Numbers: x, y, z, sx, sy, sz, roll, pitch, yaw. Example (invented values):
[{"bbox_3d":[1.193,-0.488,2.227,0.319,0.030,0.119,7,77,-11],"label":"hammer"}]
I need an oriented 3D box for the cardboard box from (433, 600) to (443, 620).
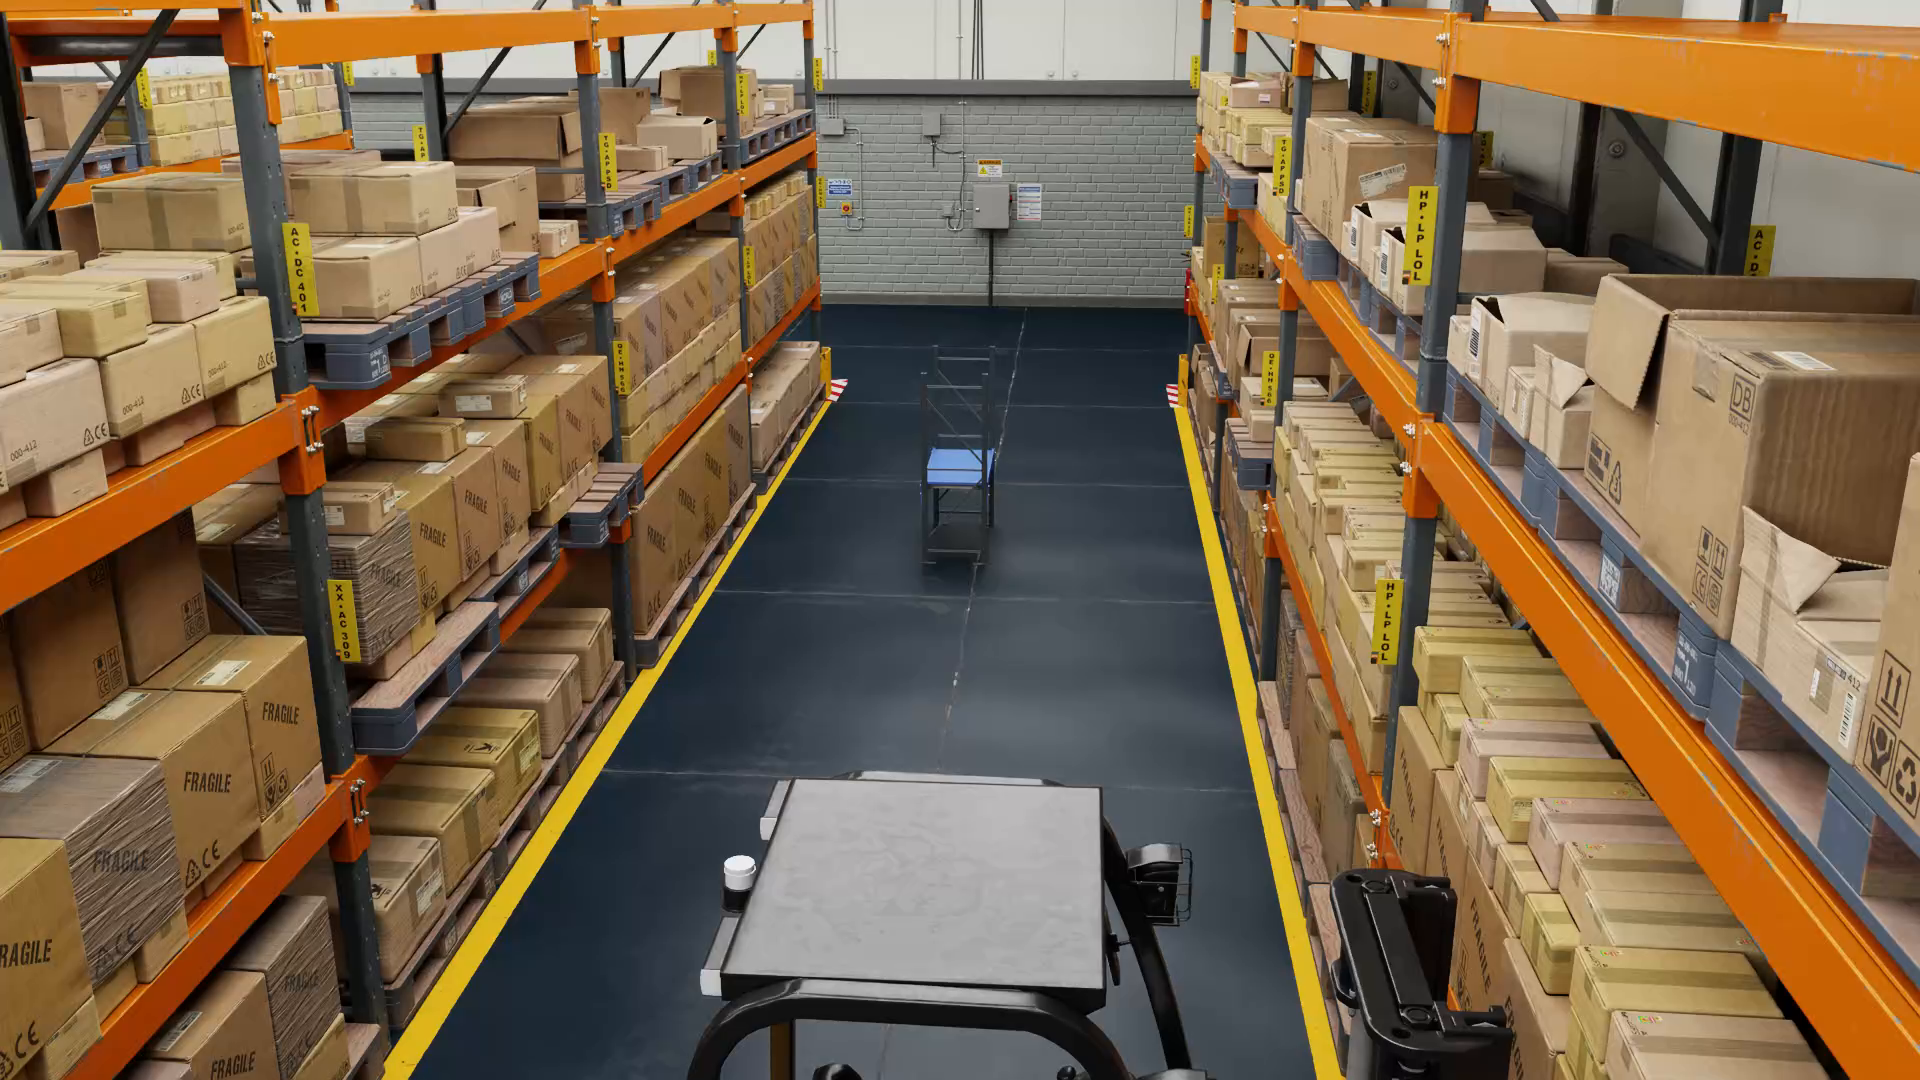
[{"bbox_3d":[-2.547,0.295,7.434,0.380,0.149,0.250,2,18,7],"label":"cardboard box"}]

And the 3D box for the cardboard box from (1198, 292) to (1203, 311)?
[{"bbox_3d":[2.500,-2.296,16.016,0.380,0.149,0.250,1,18,2],"label":"cardboard box"}]

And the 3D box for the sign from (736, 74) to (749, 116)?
[{"bbox_3d":[-1.757,-3.589,13.406,0.100,0.325,0.005,1,18,4],"label":"sign"}]

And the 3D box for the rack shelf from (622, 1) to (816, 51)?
[{"bbox_3d":[-2.156,-4.718,15.166,1.077,0.370,4.000,1,18,4],"label":"rack shelf"}]

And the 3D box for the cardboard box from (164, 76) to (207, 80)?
[{"bbox_3d":[-7.348,-4.303,15.718,0.380,0.149,0.250,2,18,6],"label":"cardboard box"}]

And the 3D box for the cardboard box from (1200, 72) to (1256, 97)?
[{"bbox_3d":[2.657,-4.511,16.516,0.500,0.250,0.500,1,18,3],"label":"cardboard box"}]

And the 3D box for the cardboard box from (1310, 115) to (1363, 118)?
[{"bbox_3d":[2.669,-2.947,11.872,0.380,0.149,0.250,1,18,2],"label":"cardboard box"}]

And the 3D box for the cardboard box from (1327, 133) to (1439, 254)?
[{"bbox_3d":[1.997,-1.610,7.706,0.500,0.500,0.500,2,18,5],"label":"cardboard box"}]

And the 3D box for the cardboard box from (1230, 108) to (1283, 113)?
[{"bbox_3d":[2.245,-3.195,12.630,0.380,0.149,0.250,2,18,5],"label":"cardboard box"}]

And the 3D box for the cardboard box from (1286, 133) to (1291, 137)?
[{"bbox_3d":[2.248,-2.465,10.434,0.380,0.149,0.250,1,18,3],"label":"cardboard box"}]

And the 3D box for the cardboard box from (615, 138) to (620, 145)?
[{"bbox_3d":[-2.739,-2.906,12.359,0.380,0.166,0.250,0,18,0],"label":"cardboard box"}]

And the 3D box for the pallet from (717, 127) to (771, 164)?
[{"bbox_3d":[-2.230,-3.415,14.352,1.003,0.211,1.213,1,18,4],"label":"pallet"}]

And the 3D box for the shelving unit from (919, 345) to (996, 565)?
[{"bbox_3d":[-0.006,-0.686,13.109,0.538,1.500,1.048,1,18,4],"label":"shelving unit"}]

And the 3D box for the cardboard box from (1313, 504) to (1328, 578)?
[{"bbox_3d":[1.986,0.017,7.991,0.500,0.250,0.500,2,18,5],"label":"cardboard box"}]

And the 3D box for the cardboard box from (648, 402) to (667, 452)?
[{"bbox_3d":[-2.281,-0.770,11.197,0.500,0.250,0.500,1,18,2],"label":"cardboard box"}]

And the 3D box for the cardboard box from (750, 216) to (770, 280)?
[{"bbox_3d":[-1.981,-2.599,14.772,0.500,0.500,0.500,1,18,3],"label":"cardboard box"}]

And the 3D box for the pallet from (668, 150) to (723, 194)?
[{"bbox_3d":[-2.316,-2.826,12.721,0.805,0.209,1.217,1,18,2],"label":"pallet"}]

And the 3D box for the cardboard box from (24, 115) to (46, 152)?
[{"bbox_3d":[-7.516,-3.171,12.933,0.500,0.311,0.500,1,18,3],"label":"cardboard box"}]

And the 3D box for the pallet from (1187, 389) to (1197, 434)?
[{"bbox_3d":[2.877,-1.314,17.093,1.003,0.211,1.213,1,18,4],"label":"pallet"}]

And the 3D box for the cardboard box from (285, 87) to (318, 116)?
[{"bbox_3d":[-6.772,-4.383,16.603,0.500,0.250,0.500,1,18,2],"label":"cardboard box"}]

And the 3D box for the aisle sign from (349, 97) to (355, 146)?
[{"bbox_3d":[-6.652,-4.350,17.707,0.394,0.787,0.004,1,18,4],"label":"aisle sign"}]

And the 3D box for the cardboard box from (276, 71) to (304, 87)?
[{"bbox_3d":[-6.821,-4.616,16.674,0.380,0.149,0.250,1,18,2],"label":"cardboard box"}]

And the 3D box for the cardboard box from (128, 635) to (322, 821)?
[{"bbox_3d":[-2.656,0.662,5.947,0.500,0.500,0.500,1,18,3],"label":"cardboard box"}]

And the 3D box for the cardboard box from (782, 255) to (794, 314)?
[{"bbox_3d":[-1.885,-2.435,15.878,0.500,0.500,0.500,2,18,6],"label":"cardboard box"}]

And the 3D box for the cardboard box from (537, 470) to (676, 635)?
[{"bbox_3d":[-2.453,0.062,11.153,0.875,0.875,0.875,1,18,3],"label":"cardboard box"}]

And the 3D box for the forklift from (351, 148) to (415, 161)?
[{"bbox_3d":[-4.886,-1.770,14.117,1.130,2.935,3.031,2,18,7],"label":"forklift"}]

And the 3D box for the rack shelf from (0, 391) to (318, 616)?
[{"bbox_3d":[-3.016,0.245,4.197,1.077,0.370,4.000,1,18,4],"label":"rack shelf"}]

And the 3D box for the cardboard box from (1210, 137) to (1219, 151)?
[{"bbox_3d":[2.464,-3.571,15.090,0.380,0.149,0.250,2,18,5],"label":"cardboard box"}]

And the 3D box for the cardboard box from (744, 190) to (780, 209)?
[{"bbox_3d":[-1.890,-3.173,15.482,0.380,0.149,0.250,1,18,4],"label":"cardboard box"}]

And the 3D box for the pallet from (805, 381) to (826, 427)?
[{"bbox_3d":[-1.992,-1.445,17.493,1.003,0.211,1.213,1,18,4],"label":"pallet"}]

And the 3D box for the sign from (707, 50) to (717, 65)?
[{"bbox_3d":[-2.565,-4.912,17.250,0.100,0.325,0.005,1,18,4],"label":"sign"}]

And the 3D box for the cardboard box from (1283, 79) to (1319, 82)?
[{"bbox_3d":[3.058,-4.022,15.024,0.500,0.250,0.500,1,18,4],"label":"cardboard box"}]

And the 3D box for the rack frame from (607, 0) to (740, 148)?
[{"bbox_3d":[-2.299,-4.628,13.096,1.000,3.000,0.127,1,18,4],"label":"rack frame"}]

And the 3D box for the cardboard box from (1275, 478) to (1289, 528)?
[{"bbox_3d":[2.090,-0.222,9.524,0.500,0.250,0.500,1,18,4],"label":"cardboard box"}]

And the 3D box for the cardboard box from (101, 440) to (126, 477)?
[{"bbox_3d":[-2.757,-0.260,4.985,0.380,0.149,0.250,1,18,2],"label":"cardboard box"}]

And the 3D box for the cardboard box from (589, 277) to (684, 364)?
[{"bbox_3d":[-2.228,-1.520,11.479,0.500,0.500,0.500,2,18,5],"label":"cardboard box"}]

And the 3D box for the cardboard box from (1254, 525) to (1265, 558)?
[{"bbox_3d":[2.137,0.010,10.873,0.380,0.149,0.250,0,18,1],"label":"cardboard box"}]

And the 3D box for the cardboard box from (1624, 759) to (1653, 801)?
[{"bbox_3d":[2.301,0.727,5.184,0.380,0.149,0.250,2,18,5],"label":"cardboard box"}]

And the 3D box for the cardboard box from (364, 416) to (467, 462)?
[{"bbox_3d":[-2.511,-0.467,7.678,0.380,0.149,0.250,2,18,7],"label":"cardboard box"}]

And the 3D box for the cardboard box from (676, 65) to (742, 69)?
[{"bbox_3d":[-2.306,-4.117,15.357,0.500,0.500,0.500,2,18,5],"label":"cardboard box"}]

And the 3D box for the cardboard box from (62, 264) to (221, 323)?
[{"bbox_3d":[-2.620,-0.792,5.328,0.380,0.149,0.250,1,18,3],"label":"cardboard box"}]

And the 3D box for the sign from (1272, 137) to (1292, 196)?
[{"bbox_3d":[1.824,-2.109,9.396,0.100,0.325,0.005,1,18,4],"label":"sign"}]

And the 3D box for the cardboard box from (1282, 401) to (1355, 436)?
[{"bbox_3d":[2.049,-0.689,9.506,0.380,0.149,0.250,2,18,6],"label":"cardboard box"}]

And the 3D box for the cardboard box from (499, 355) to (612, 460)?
[{"bbox_3d":[-2.341,-0.776,9.662,0.500,0.500,0.500,1,18,2],"label":"cardboard box"}]

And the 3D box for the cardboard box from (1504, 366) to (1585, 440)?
[{"bbox_3d":[1.688,-0.365,4.471,0.380,0.149,0.250,2,18,6],"label":"cardboard box"}]

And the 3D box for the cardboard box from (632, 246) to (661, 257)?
[{"bbox_3d":[-2.626,-2.011,12.977,0.500,0.500,0.500,1,18,4],"label":"cardboard box"}]

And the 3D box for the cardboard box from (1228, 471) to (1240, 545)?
[{"bbox_3d":[2.324,-0.214,12.598,0.500,0.500,0.500,1,18,2],"label":"cardboard box"}]

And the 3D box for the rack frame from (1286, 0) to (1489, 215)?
[{"bbox_3d":[2.365,-3.276,8.970,1.000,3.000,0.127,1,18,4],"label":"rack frame"}]

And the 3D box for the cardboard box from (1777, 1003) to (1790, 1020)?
[{"bbox_3d":[2.196,1.389,4.207,0.500,0.500,0.500,2,18,5],"label":"cardboard box"}]

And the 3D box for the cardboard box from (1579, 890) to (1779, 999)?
[{"bbox_3d":[1.711,0.970,3.967,0.380,0.149,0.250,2,18,5],"label":"cardboard box"}]

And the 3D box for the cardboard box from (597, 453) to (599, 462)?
[{"bbox_3d":[-2.375,-0.508,9.886,0.380,0.149,0.250,2,18,6],"label":"cardboard box"}]

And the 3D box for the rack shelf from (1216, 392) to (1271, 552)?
[{"bbox_3d":[2.509,-0.705,11.912,1.077,0.370,4.000,1,18,4],"label":"rack shelf"}]

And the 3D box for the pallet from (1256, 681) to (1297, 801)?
[{"bbox_3d":[2.267,1.154,9.561,1.003,0.211,1.213,1,18,4],"label":"pallet"}]

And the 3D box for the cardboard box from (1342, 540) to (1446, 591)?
[{"bbox_3d":[1.839,0.110,7.068,0.380,0.149,0.250,1,18,2],"label":"cardboard box"}]

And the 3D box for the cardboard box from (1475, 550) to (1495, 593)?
[{"bbox_3d":[2.406,0.117,7.046,0.380,0.149,0.250,1,18,3],"label":"cardboard box"}]
